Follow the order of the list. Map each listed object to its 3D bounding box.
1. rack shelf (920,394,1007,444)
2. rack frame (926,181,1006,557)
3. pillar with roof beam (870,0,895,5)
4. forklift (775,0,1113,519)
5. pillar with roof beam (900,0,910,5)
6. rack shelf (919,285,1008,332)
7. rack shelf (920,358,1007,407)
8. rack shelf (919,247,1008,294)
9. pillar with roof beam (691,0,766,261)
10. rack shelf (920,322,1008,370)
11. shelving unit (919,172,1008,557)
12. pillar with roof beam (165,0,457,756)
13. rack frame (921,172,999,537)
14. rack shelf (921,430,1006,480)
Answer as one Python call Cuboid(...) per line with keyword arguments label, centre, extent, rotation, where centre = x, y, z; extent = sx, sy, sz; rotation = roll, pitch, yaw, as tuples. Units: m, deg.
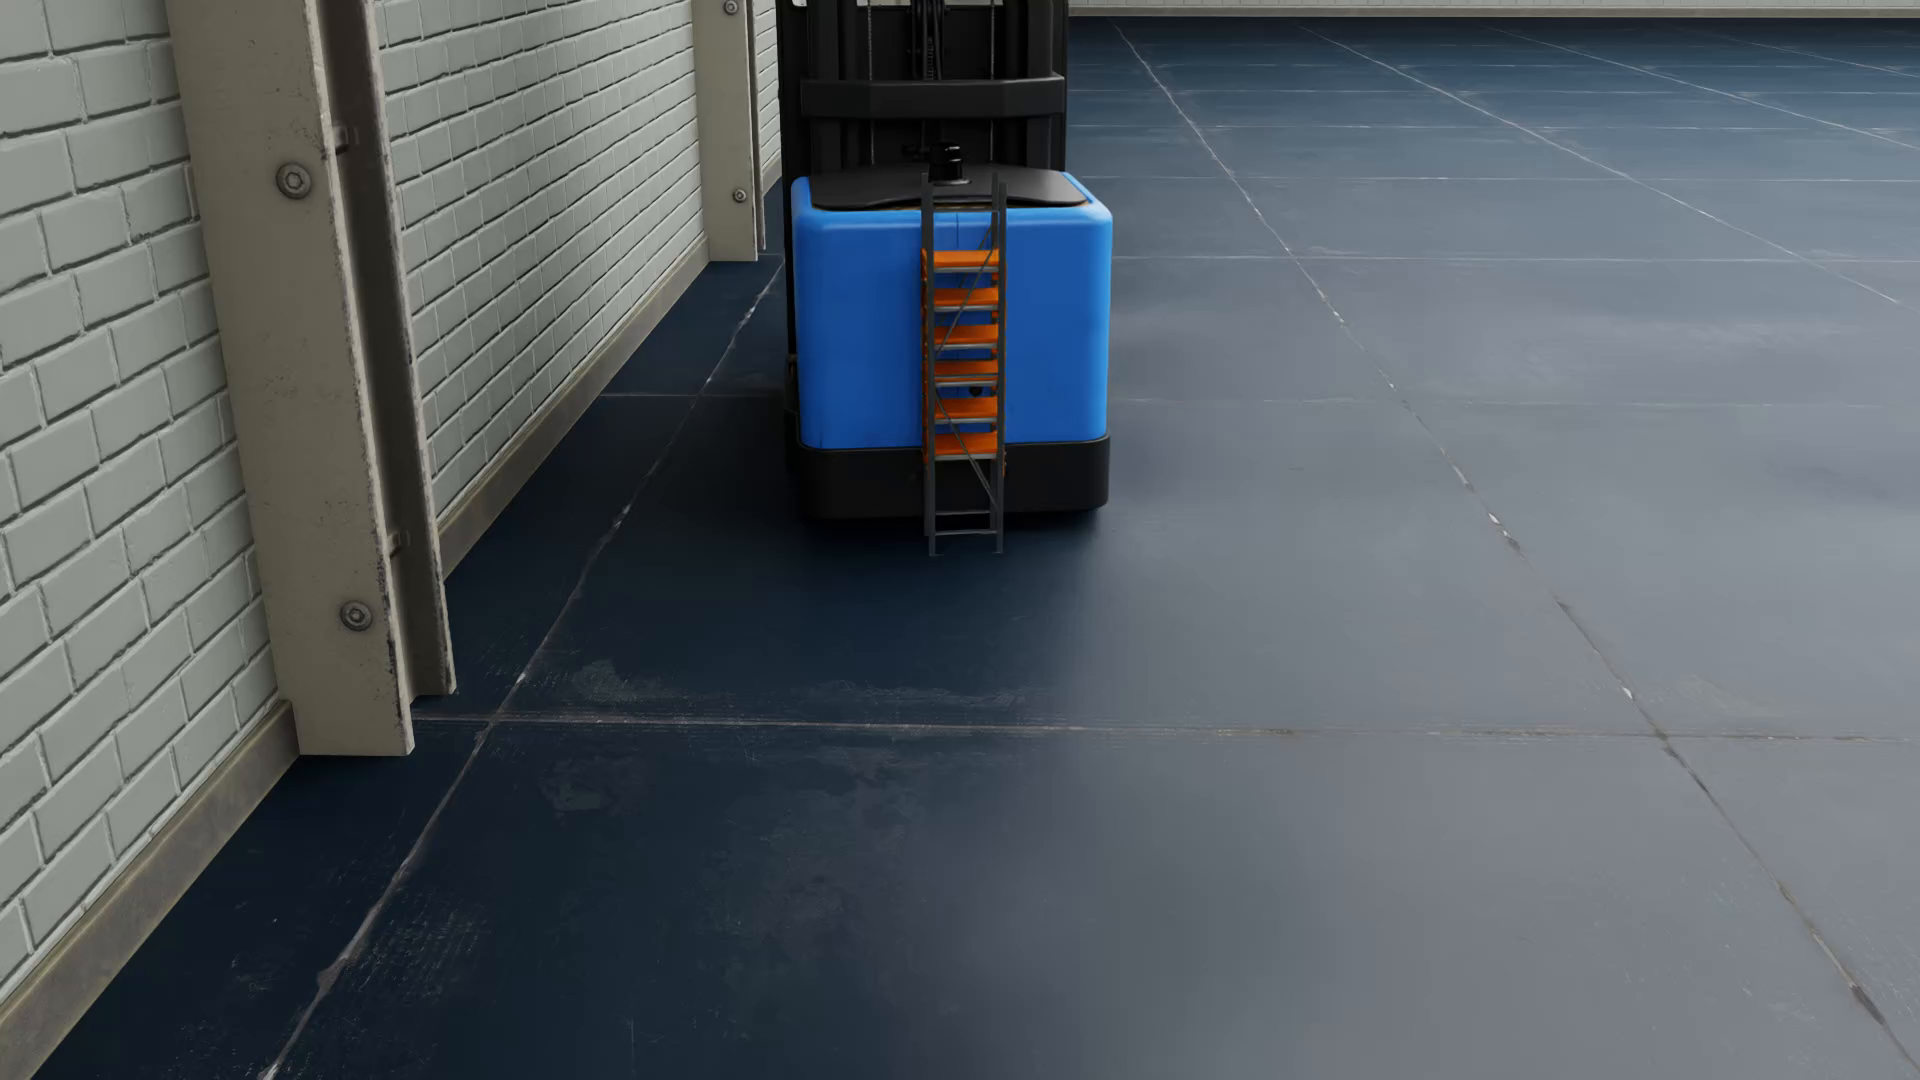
Cuboid(label="rack shelf", centre=(0.010, -0.388, 5.325), extent=(0.258, 0.103, 0.180), rotation=(-2, 21, -6))
Cuboid(label="rack frame", centre=(0.020, -0.509, 5.181), extent=(0.240, 1.200, 0.006), rotation=(-2, 21, -6))
Cuboid(label="pillar with roof beam", centre=(3.327, -10.192, 19.356), extent=(9.100, 9.000, 0.400), rotation=(1, 21, 2))
Cuboid(label="forklift", centre=(-0.167, -1.928, 6.447), extent=(1.130, 2.935, 3.031), rotation=(-2, 21, -6))
Cuboid(label="pillar with roof beam", centre=(3.509, -12.361, 24.947), extent=(9.100, 9.000, 0.400), rotation=(1, 21, 2))
Cuboid(label="rack shelf", centre=(0.010, -0.724, 5.195), extent=(0.258, 0.103, 0.180), rotation=(-2, 21, -6))
Cuboid(label="rack shelf", centre=(0.010, -0.500, 5.282), extent=(0.258, 0.103, 0.180), rotation=(-2, 21, -6))
Cuboid(label="rack shelf", centre=(0.010, -0.836, 5.152), extent=(0.258, 0.103, 0.180), rotation=(-2, 21, -6))
Cuboid(label="pillar with roof beam", centre=(2.962, -5.853, 8.173), extent=(9.100, 9.000, 0.400), rotation=(1, 21, 2))
Cuboid(label="rack shelf", centre=(0.010, -0.612, 5.239), extent=(0.258, 0.103, 0.180), rotation=(-2, 21, -6))
Cuboid(label="shelving unit", centre=(0.010, -0.542, 5.266), extent=(0.258, 1.200, 0.189), rotation=(-2, 21, -6))
Cuboid(label="pillar with roof beam", centre=(2.779, -3.684, 2.582), extent=(9.100, 9.000, 0.400), rotation=(1, 21, 2))
Cuboid(label="rack frame", centre=(0.000, -0.574, 5.351), extent=(0.240, 1.200, 0.006), rotation=(-2, 21, -6))
Cuboid(label="rack shelf", centre=(0.010, -0.276, 5.369), extent=(0.258, 0.103, 0.180), rotation=(-2, 21, -6))
